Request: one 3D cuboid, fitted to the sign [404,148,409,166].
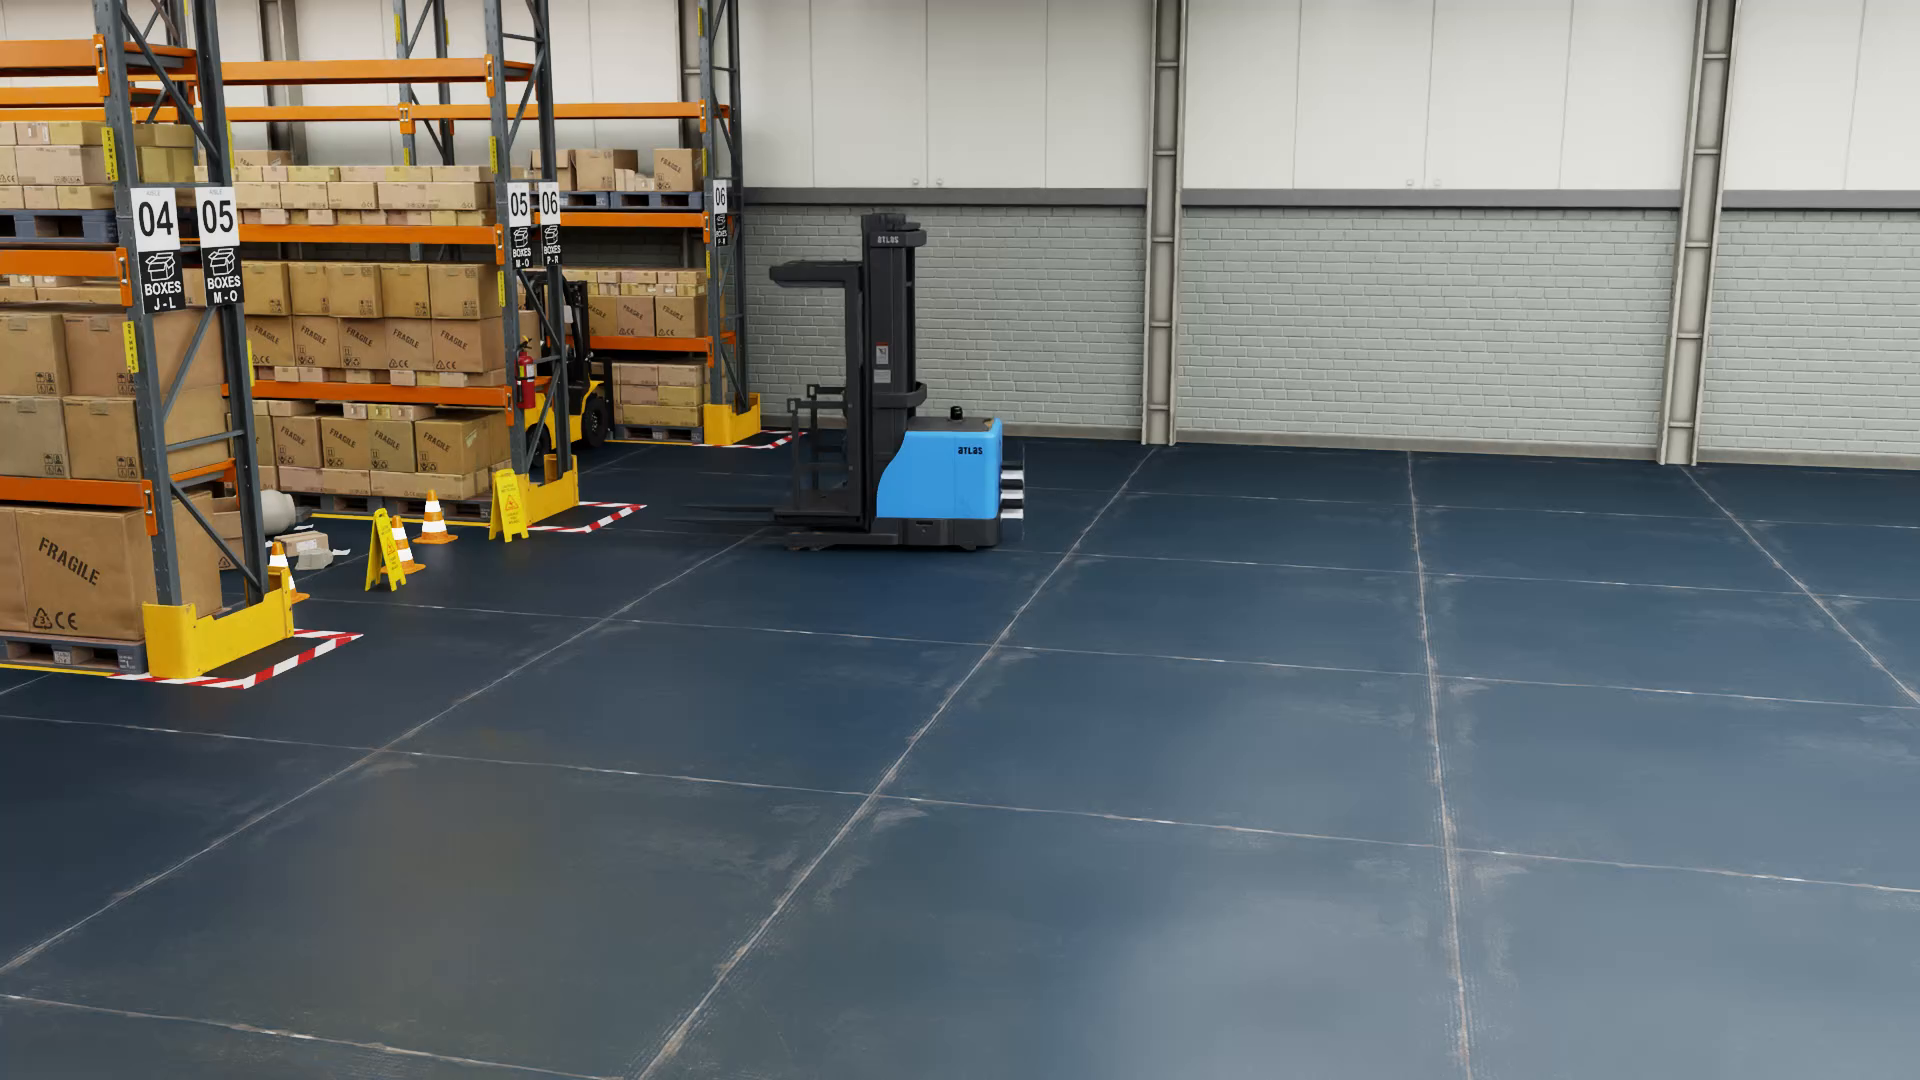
[{"bbox_3d":[-6.898,-4.721,20.742,0.005,0.325,0.100,3,13,14],"label":"sign"}]

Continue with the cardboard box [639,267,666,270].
[{"bbox_3d":[-3.912,-3.378,21.120,0.250,0.149,0.380,3,13,14],"label":"cardboard box"}]

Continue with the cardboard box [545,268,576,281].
[{"bbox_3d":[-5.024,-3.338,20.937,0.250,0.149,0.380,3,13,14],"label":"cardboard box"}]

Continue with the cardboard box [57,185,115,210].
[{"bbox_3d":[-5.572,-2.209,10.720,0.250,0.149,0.380,3,13,13],"label":"cardboard box"}]

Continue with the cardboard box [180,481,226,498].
[{"bbox_3d":[-7.249,-0.360,15.699,0.500,0.500,0.500,-9,15,-35],"label":"cardboard box"}]

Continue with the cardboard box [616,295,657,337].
[{"bbox_3d":[-3.937,-2.806,20.724,0.500,0.500,0.500,3,13,15],"label":"cardboard box"}]

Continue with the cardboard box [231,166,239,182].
[{"bbox_3d":[-6.974,-3.525,16.011,0.250,0.149,0.380,3,13,13],"label":"cardboard box"}]

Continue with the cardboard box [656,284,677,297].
[{"bbox_3d":[-3.553,-3.089,20.504,0.250,0.149,0.380,3,13,14],"label":"cardboard box"}]

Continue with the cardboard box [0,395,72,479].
[{"bbox_3d":[-6.078,-0.774,11.453,0.550,0.550,0.875,3,13,14],"label":"cardboard box"}]

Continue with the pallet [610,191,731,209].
[{"bbox_3d":[-3.575,-4.221,20.613,1.213,0.211,1.003,3,13,14],"label":"pallet"}]

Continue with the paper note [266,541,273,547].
[{"bbox_3d":[-6.263,0.035,15.031,0.142,0.019,0.148,8,15,33],"label":"paper note"}]

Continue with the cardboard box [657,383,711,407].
[{"bbox_3d":[-3.442,-1.824,20.754,0.500,0.250,0.500,3,13,13],"label":"cardboard box"}]

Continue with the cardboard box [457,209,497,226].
[{"bbox_3d":[-4.494,-3.015,15.553,0.250,0.149,0.380,3,13,14],"label":"cardboard box"}]

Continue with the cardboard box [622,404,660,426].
[{"bbox_3d":[-3.907,-1.606,20.926,0.500,0.250,0.500,3,13,14],"label":"cardboard box"}]

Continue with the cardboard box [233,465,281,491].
[{"bbox_3d":[-6.934,-0.671,16.713,0.500,0.250,0.500,4,13,17],"label":"cardboard box"}]

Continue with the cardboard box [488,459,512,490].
[{"bbox_3d":[-4.797,-0.676,16.736,0.500,0.250,0.500,3,13,13],"label":"cardboard box"}]

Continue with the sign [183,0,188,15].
[{"bbox_3d":[-7.816,-5.458,16.719,0.005,0.325,0.100,3,13,14],"label":"sign"}]

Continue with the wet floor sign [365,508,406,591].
[{"bbox_3d":[-4.665,0.067,13.442,0.232,0.644,0.267,1,13,4],"label":"wet floor sign"}]

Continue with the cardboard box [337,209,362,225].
[{"bbox_3d":[-5.730,-3.088,15.879,0.250,0.149,0.380,3,13,12],"label":"cardboard box"}]

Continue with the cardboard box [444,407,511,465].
[{"bbox_3d":[-4.820,-1.044,16.660,0.500,0.500,0.500,3,13,12],"label":"cardboard box"}]

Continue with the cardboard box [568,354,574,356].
[{"bbox_3d":[-5.270,-2.279,21.651,0.500,0.250,0.500,3,13,14],"label":"cardboard box"}]

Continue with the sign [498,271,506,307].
[{"bbox_3d":[-4.233,-2.318,15.352,0.005,0.325,0.100,3,13,14],"label":"sign"}]

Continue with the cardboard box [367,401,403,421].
[{"bbox_3d":[-5.536,-1.265,16.158,0.250,0.149,0.380,3,13,14],"label":"cardboard box"}]

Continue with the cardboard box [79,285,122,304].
[{"bbox_3d":[-8.467,-2.296,16.770,0.500,0.500,0.500,3,13,12],"label":"cardboard box"}]

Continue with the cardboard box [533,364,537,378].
[{"bbox_3d":[-4.360,-1.652,16.336,0.250,0.149,0.380,3,13,14],"label":"cardboard box"}]

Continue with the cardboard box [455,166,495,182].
[{"bbox_3d":[-4.479,-3.400,15.448,0.250,0.149,0.380,3,13,14],"label":"cardboard box"}]

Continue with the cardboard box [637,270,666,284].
[{"bbox_3d":[-3.800,-3.257,20.573,0.250,0.149,0.380,3,13,15],"label":"cardboard box"}]

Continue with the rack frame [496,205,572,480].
[{"bbox_3d":[-4.080,-1.714,16.033,0.127,3.000,1.000,3,13,14],"label":"rack frame"}]

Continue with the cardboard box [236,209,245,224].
[{"bbox_3d":[-6.978,-3.159,16.202,0.250,0.149,0.380,3,13,15],"label":"cardboard box"}]

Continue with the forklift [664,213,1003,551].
[{"bbox_3d":[-1.145,-1.447,14.991,3.031,2.935,1.130,1,13,5],"label":"forklift"}]

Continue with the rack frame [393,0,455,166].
[{"bbox_3d":[-6.778,-5.894,21.024,0.127,3.000,1.000,3,13,14],"label":"rack frame"}]

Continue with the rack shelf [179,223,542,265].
[{"bbox_3d":[-6.022,-2.931,16.254,4.000,0.370,1.077,3,13,14],"label":"rack shelf"}]

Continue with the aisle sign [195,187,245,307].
[{"bbox_3d":[-5.027,-1.996,11.304,0.004,0.787,0.394,3,13,14],"label":"aisle sign"}]

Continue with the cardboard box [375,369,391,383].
[{"bbox_3d":[-5.483,-1.623,16.204,0.250,0.149,0.380,3,13,14],"label":"cardboard box"}]

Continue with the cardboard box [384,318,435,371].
[{"bbox_3d":[-5.158,-1.905,15.977,0.500,0.500,0.500,3,13,14],"label":"cardboard box"}]

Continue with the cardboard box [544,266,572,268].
[{"bbox_3d":[-5.160,-3.450,21.442,0.250,0.149,0.380,3,13,13],"label":"cardboard box"}]

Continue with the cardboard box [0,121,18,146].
[{"bbox_3d":[-6.067,-2.625,10.754,0.250,0.149,0.380,3,13,14],"label":"cardboard box"}]

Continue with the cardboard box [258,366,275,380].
[{"bbox_3d":[-6.714,-1.678,16.451,0.250,0.149,0.380,3,13,13],"label":"cardboard box"}]

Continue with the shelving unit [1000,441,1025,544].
[{"bbox_3d":[0.478,-0.433,15.107,0.210,0.900,0.258,1,13,5],"label":"shelving unit"}]

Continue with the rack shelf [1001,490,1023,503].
[{"bbox_3d":[0.478,-0.400,15.115,0.200,0.077,0.258,1,13,5],"label":"rack shelf"}]

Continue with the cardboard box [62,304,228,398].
[{"bbox_3d":[-5.519,-1.295,11.308,0.550,0.550,0.875,3,13,14],"label":"cardboard box"}]

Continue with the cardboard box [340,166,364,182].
[{"bbox_3d":[-5.690,-3.488,15.845,0.250,0.149,0.380,3,13,12],"label":"cardboard box"}]

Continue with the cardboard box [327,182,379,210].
[{"bbox_3d":[-5.634,-3.272,15.792,0.500,0.250,0.500,3,13,15],"label":"cardboard box"}]

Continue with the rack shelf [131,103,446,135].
[{"bbox_3d":[-8.720,-5.451,21.613,4.000,0.370,1.077,3,13,14],"label":"rack shelf"}]

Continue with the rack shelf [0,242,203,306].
[{"bbox_3d":[-7.110,-1.885,11.538,4.000,0.370,1.077,3,13,14],"label":"rack shelf"}]

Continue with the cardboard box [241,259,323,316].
[{"bbox_3d":[-6.617,-2.472,16.225,0.500,0.500,0.700,3,13,12],"label":"cardboard box"}]

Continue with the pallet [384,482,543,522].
[{"bbox_3d":[-4.934,-0.406,16.576,1.213,0.211,1.003,3,13,14],"label":"pallet"}]

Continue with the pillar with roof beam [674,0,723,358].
[{"bbox_3d":[-4.386,-5.007,17.025,0.400,9.000,9.100,3,13,14],"label":"pillar with roof beam"}]

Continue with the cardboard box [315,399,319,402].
[{"bbox_3d":[-8.769,-2.116,22.360,0.625,0.625,0.875,3,13,11],"label":"cardboard box"}]

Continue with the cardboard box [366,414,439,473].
[{"bbox_3d":[-5.428,-0.956,16.263,0.500,0.500,0.500,4,13,16],"label":"cardboard box"}]

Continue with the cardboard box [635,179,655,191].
[{"bbox_3d":[-3.772,-4.332,20.290,0.250,0.149,0.380,3,13,12],"label":"cardboard box"}]

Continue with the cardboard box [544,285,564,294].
[{"bbox_3d":[-5.035,-3.175,20.888,0.250,0.149,0.380,3,13,12],"label":"cardboard box"}]

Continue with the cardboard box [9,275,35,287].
[{"bbox_3d":[-9.410,-2.656,16.894,0.250,0.149,0.380,2,13,11],"label":"cardboard box"}]
